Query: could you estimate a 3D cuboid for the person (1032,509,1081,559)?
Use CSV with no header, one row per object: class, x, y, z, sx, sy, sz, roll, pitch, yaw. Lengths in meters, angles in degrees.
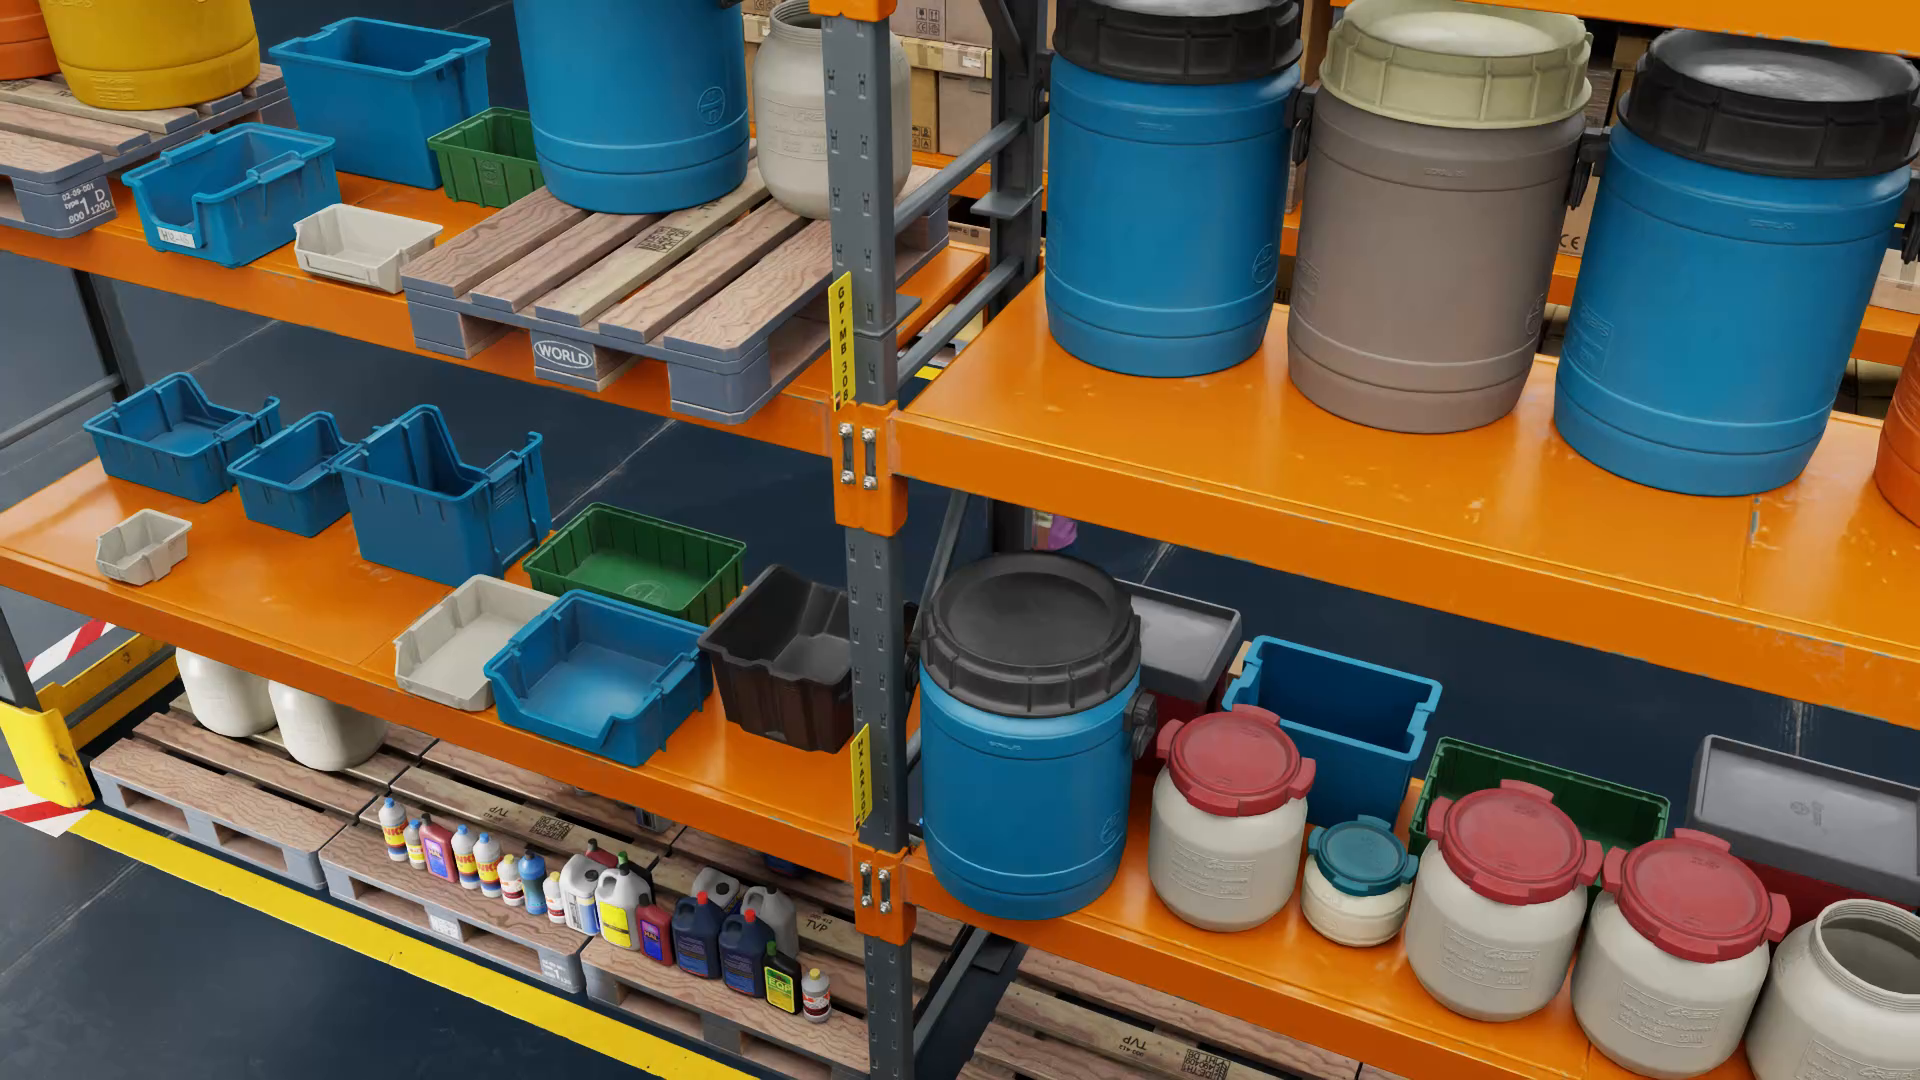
person,0.411,-0.054,7.224,0.808,1.553,0.455,-6,35,-8
